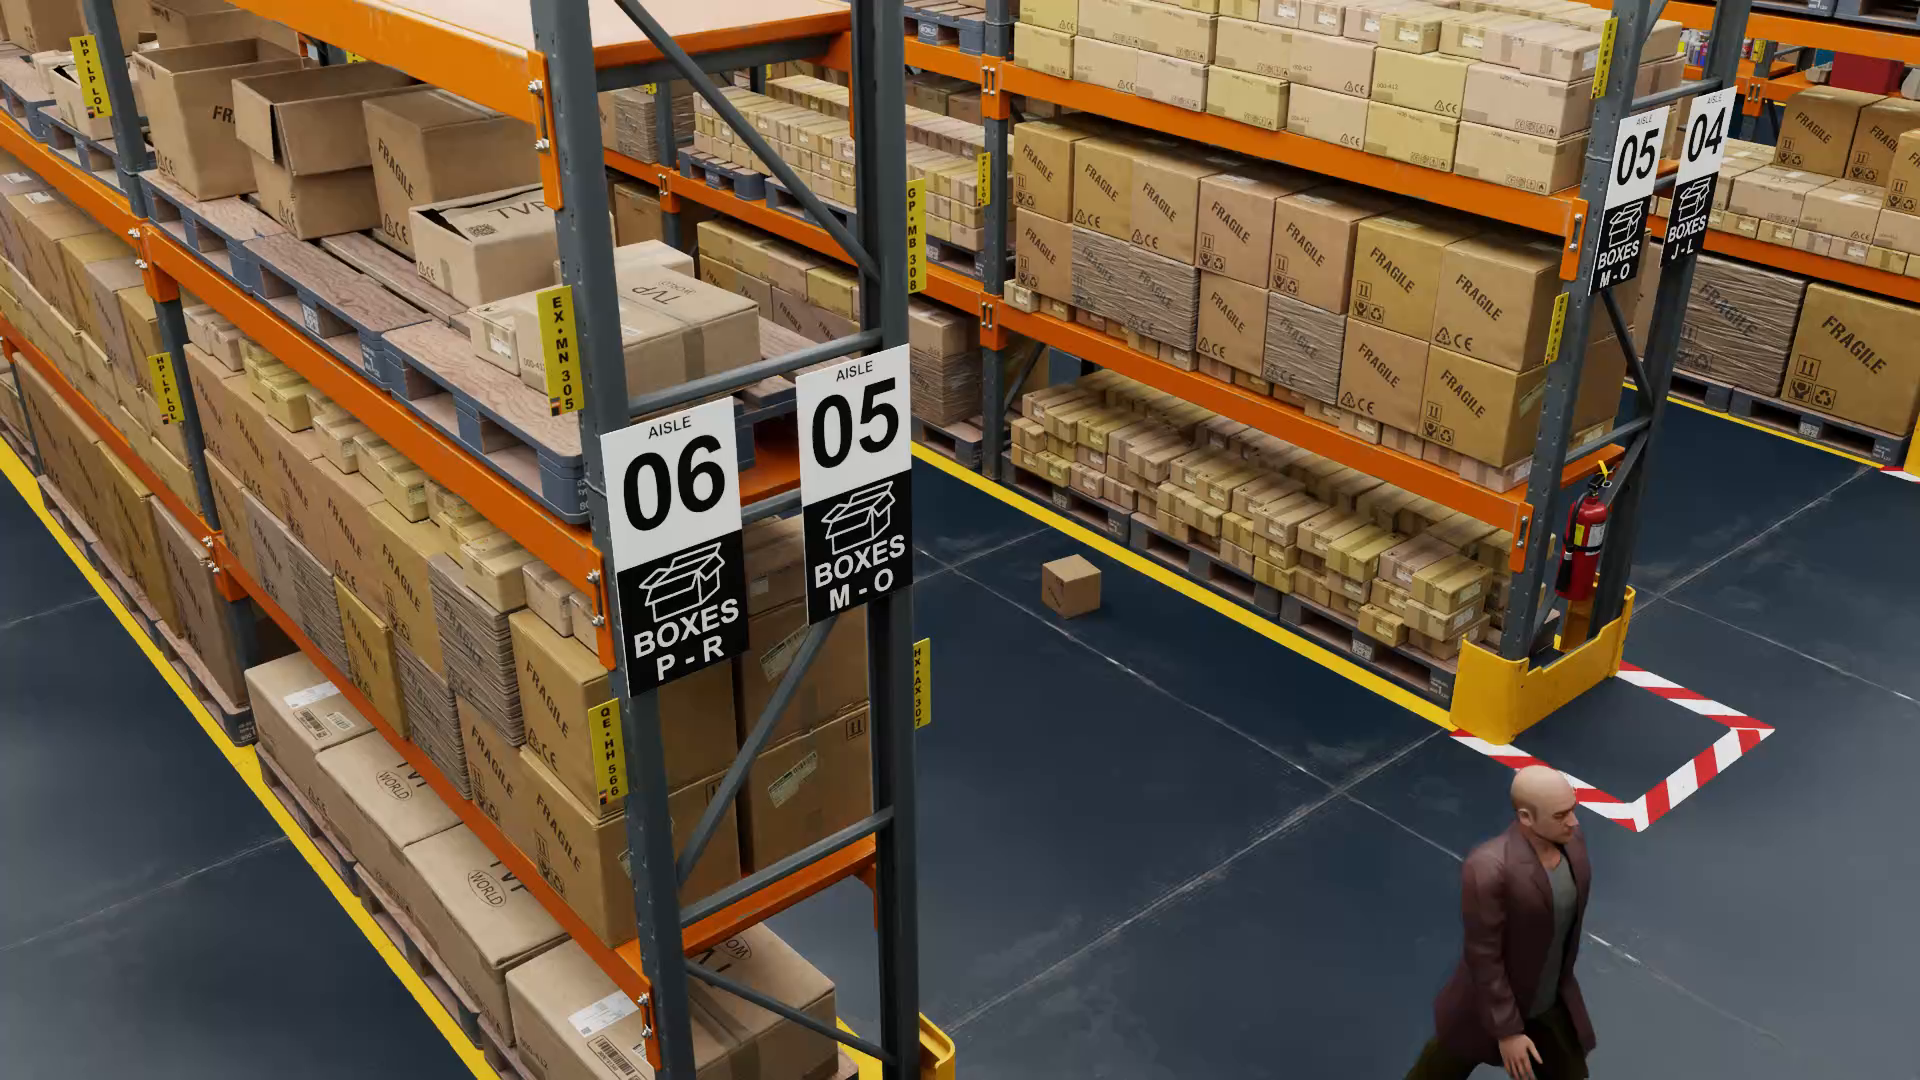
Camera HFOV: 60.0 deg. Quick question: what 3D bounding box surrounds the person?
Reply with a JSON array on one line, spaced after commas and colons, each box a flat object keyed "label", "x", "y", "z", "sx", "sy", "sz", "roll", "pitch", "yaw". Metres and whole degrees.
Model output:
[{"label": "person", "x": 1.938, "y": 1.578, "z": 5.626, "sx": 0.571, "sy": 1.760, "sz": 0.965, "roll": -13, "pitch": 30, "yaw": -23}]
